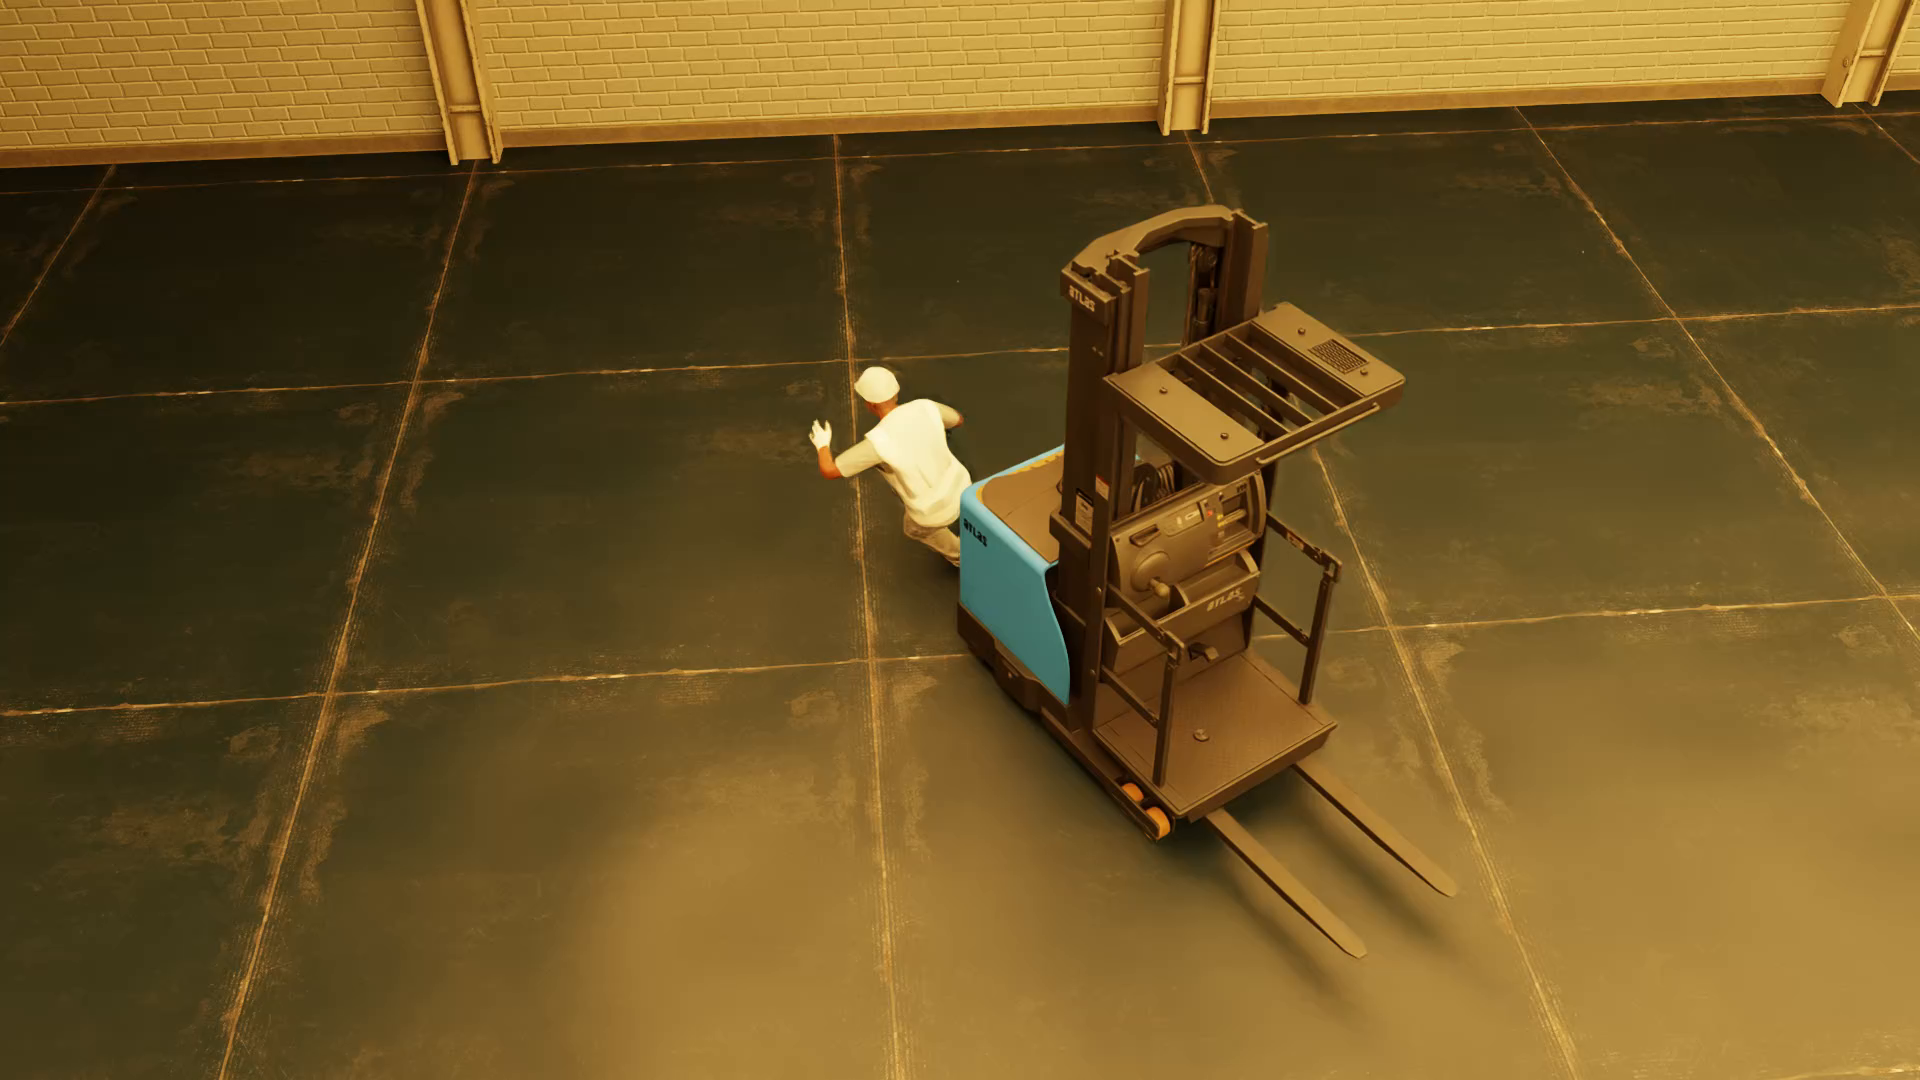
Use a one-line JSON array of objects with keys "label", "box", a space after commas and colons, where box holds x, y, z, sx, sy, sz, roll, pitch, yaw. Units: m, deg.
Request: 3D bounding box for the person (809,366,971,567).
[{"label": "person", "box": [-0.337, -0.381, 9.476, 0.925, 1.535, 1.009, 19, 44, 21]}]

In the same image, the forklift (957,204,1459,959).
[{"label": "forklift", "box": [1.235, 0.041, 7.889, 1.130, 2.935, 3.031, -24, 46, -26]}]
